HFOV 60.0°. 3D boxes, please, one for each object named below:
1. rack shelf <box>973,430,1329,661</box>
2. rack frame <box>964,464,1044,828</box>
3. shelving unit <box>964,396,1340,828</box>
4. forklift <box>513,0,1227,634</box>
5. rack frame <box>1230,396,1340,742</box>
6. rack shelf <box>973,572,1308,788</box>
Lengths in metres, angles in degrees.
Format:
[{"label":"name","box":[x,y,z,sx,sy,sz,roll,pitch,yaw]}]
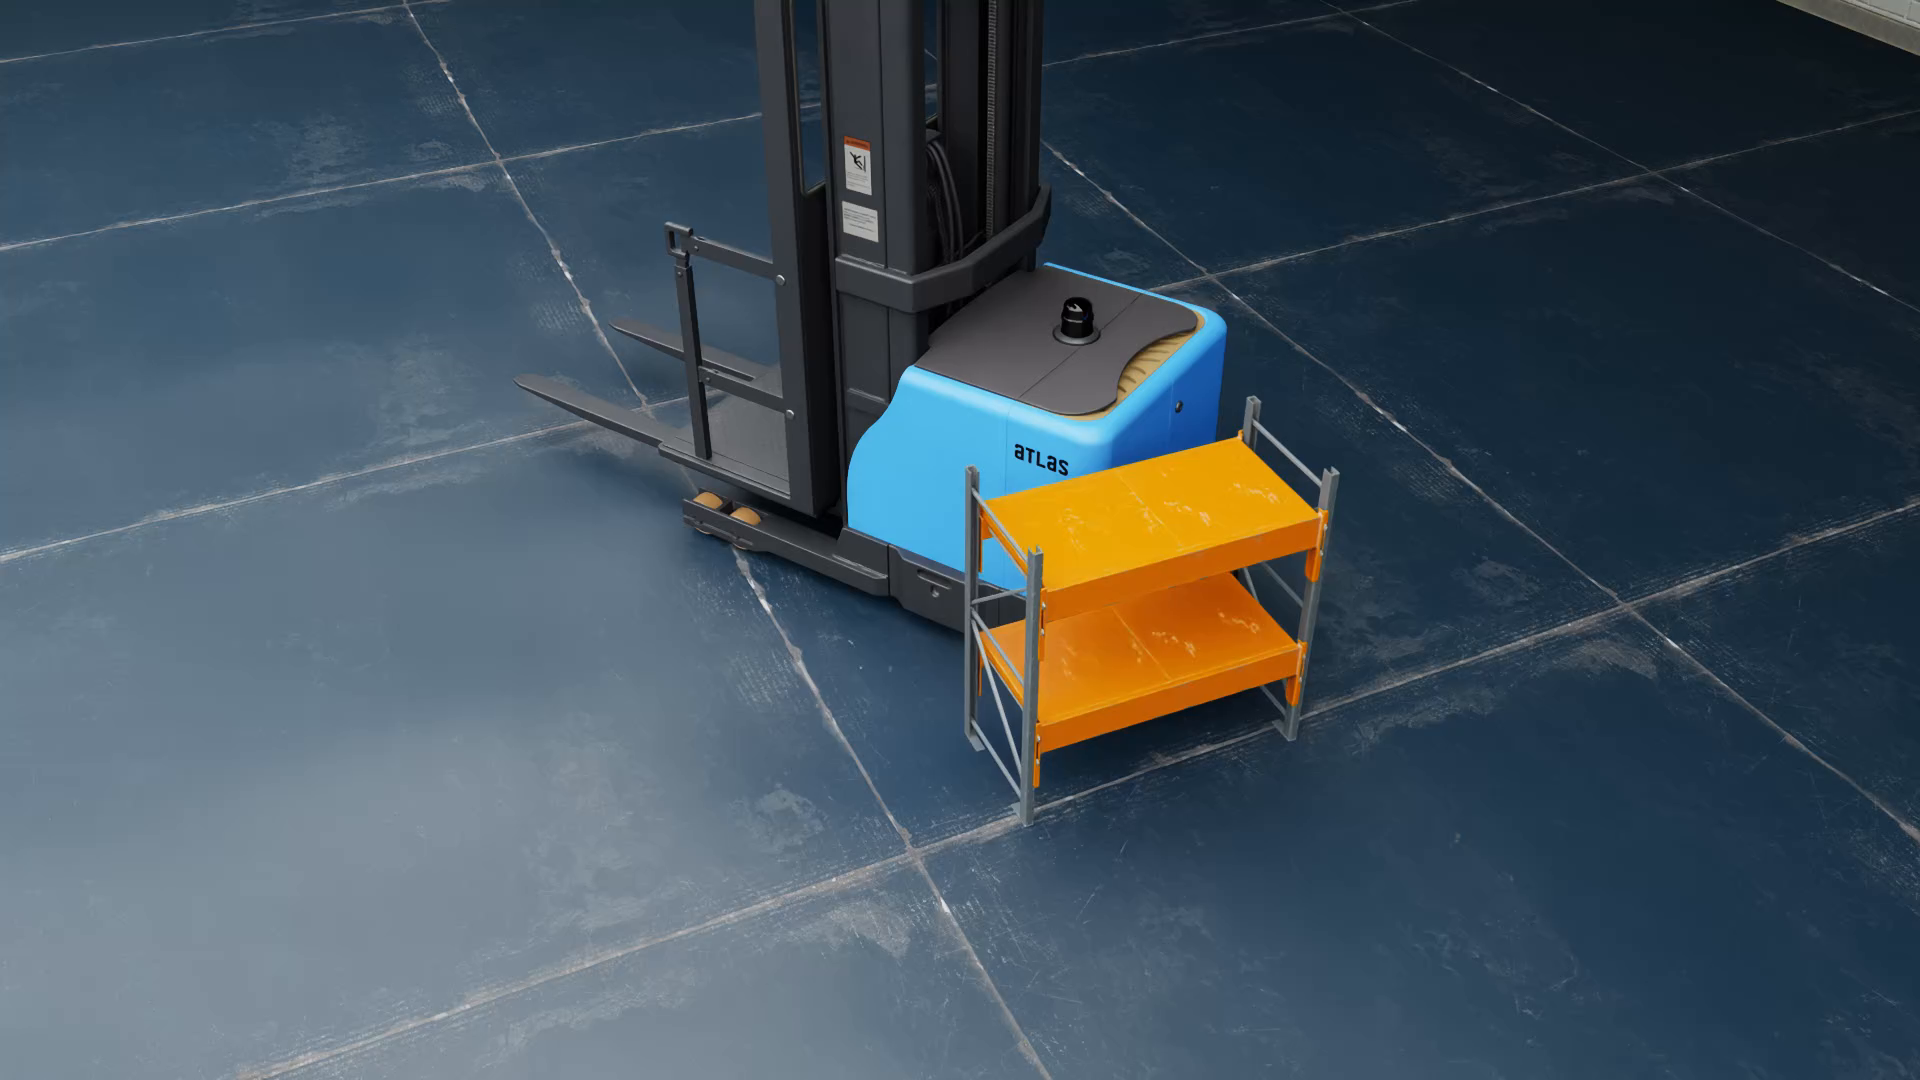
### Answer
[{"label":"rack shelf","box":[0.595,0.000,5.315,1.000,0.278,0.538,-15,39,-19]},{"label":"rack frame","box":[0.129,0.356,5.326,0.032,1.125,0.500,-15,39,-19]},{"label":"shelving unit","box":[0.595,0.235,5.489,1.048,1.125,0.538,-15,39,-19]},{"label":"forklift","box":[-0.523,-1.380,6.151,3.031,2.935,1.130,21,42,26]},{"label":"rack frame","box":[1.061,0.114,5.653,0.032,1.125,0.500,-15,39,-19]},{"label":"rack shelf","box":[0.595,0.431,5.635,1.000,0.278,0.538,-15,39,-19]}]
